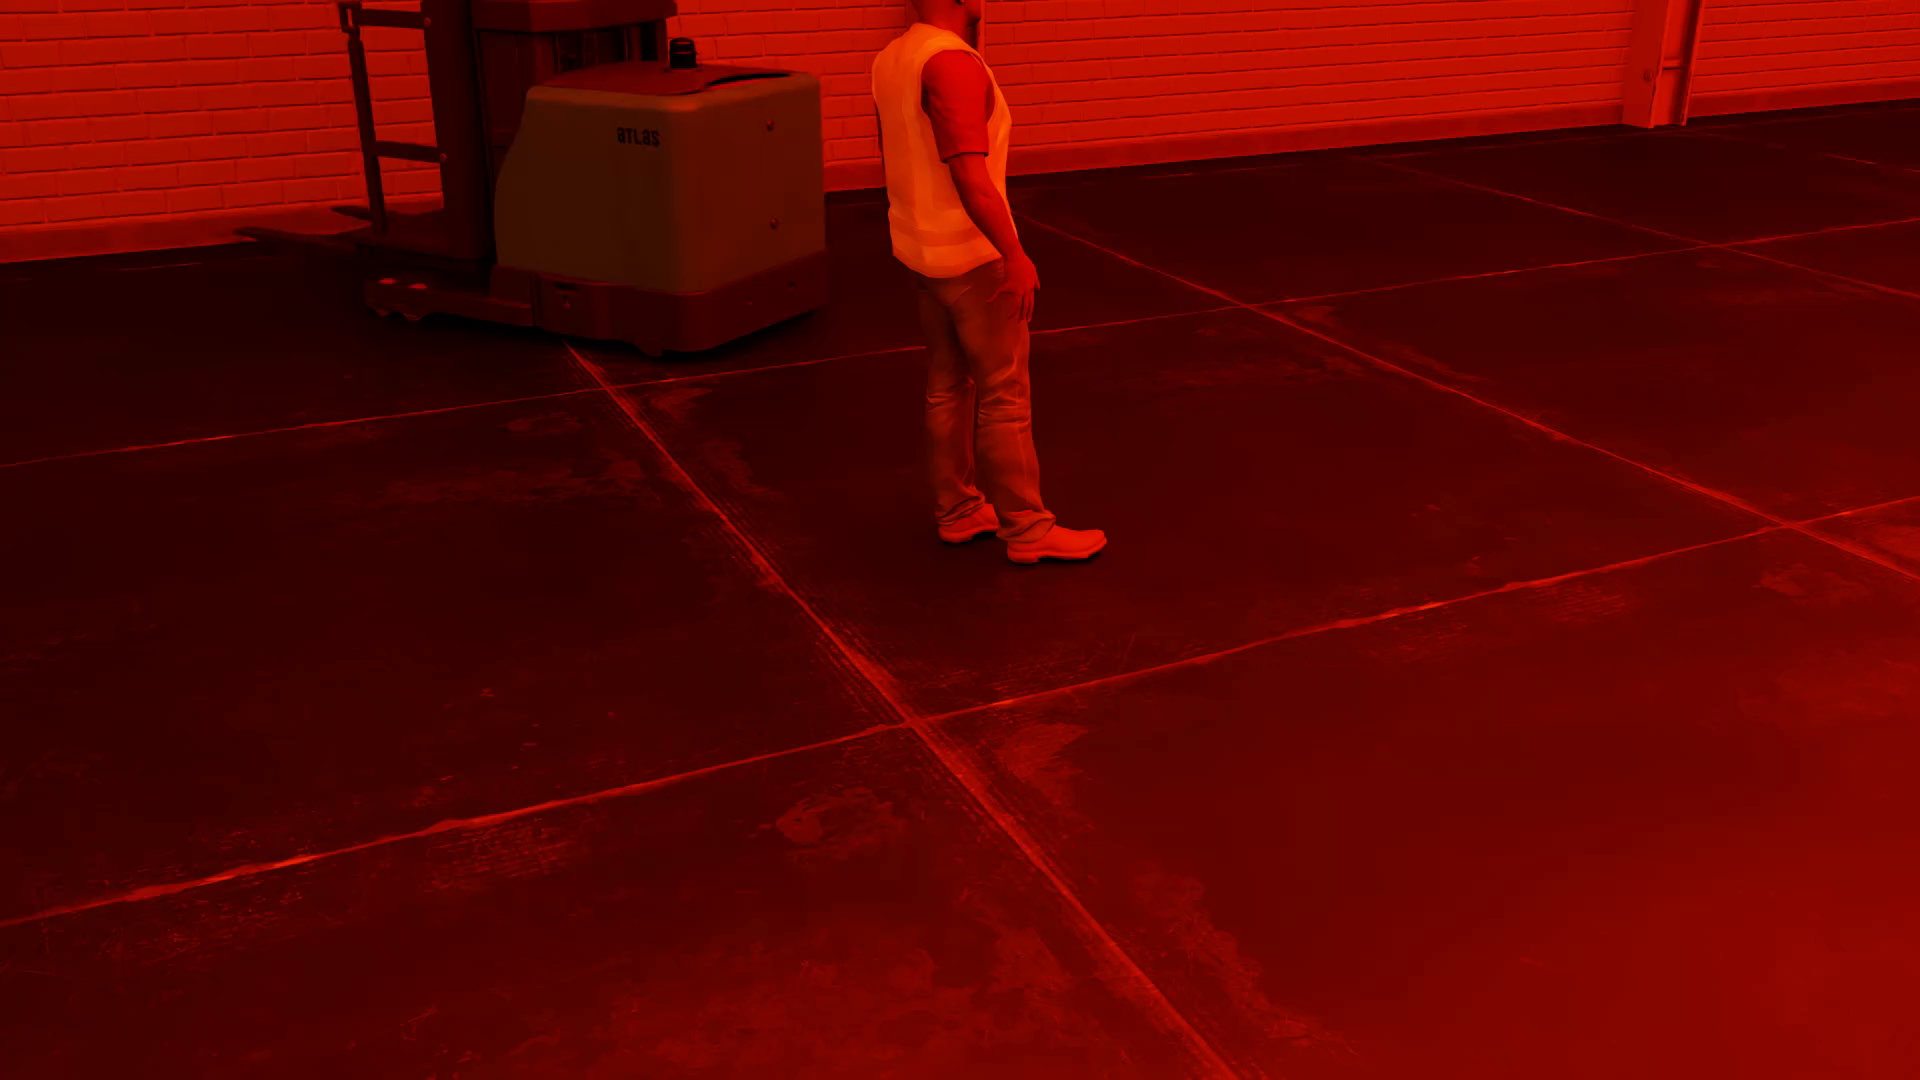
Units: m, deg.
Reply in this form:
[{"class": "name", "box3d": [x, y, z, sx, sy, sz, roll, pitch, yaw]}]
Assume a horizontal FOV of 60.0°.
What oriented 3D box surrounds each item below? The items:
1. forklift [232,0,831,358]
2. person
[{"class": "forklift", "box3d": [-2.118, -2.500, 7.303, 3.031, 2.935, 1.130, 12, 26, 27]}, {"class": "person", "box3d": [0.065, -0.831, 4.787, 0.577, 1.765, 0.665, -10, 25, -23]}]
